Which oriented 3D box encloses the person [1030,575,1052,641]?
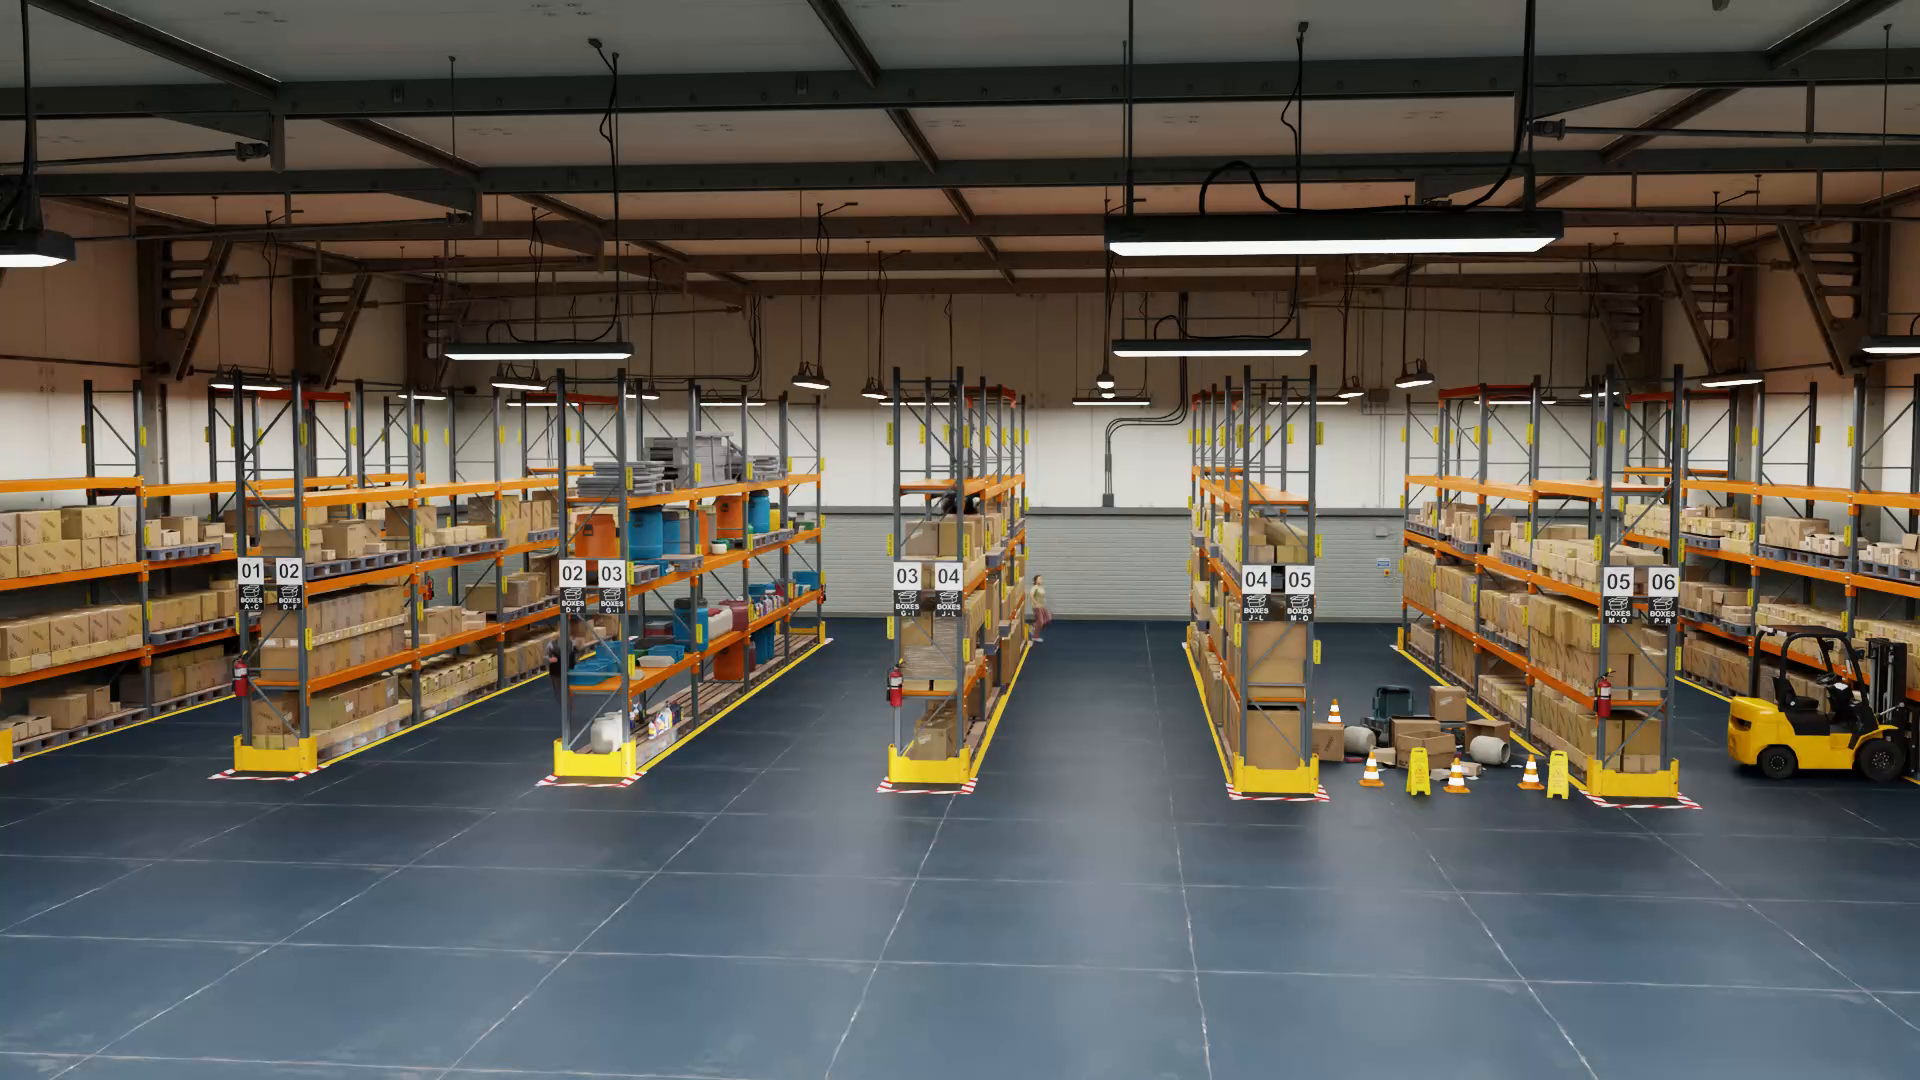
[{"bbox_3d":[1.974,1.666,40.710,0.501,1.634,0.607,2,4,29],"label":"person"}]

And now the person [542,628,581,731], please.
[{"bbox_3d":[-6.862,2.364,28.618,0.635,1.762,0.871,0,4,-6],"label":"person"}]
